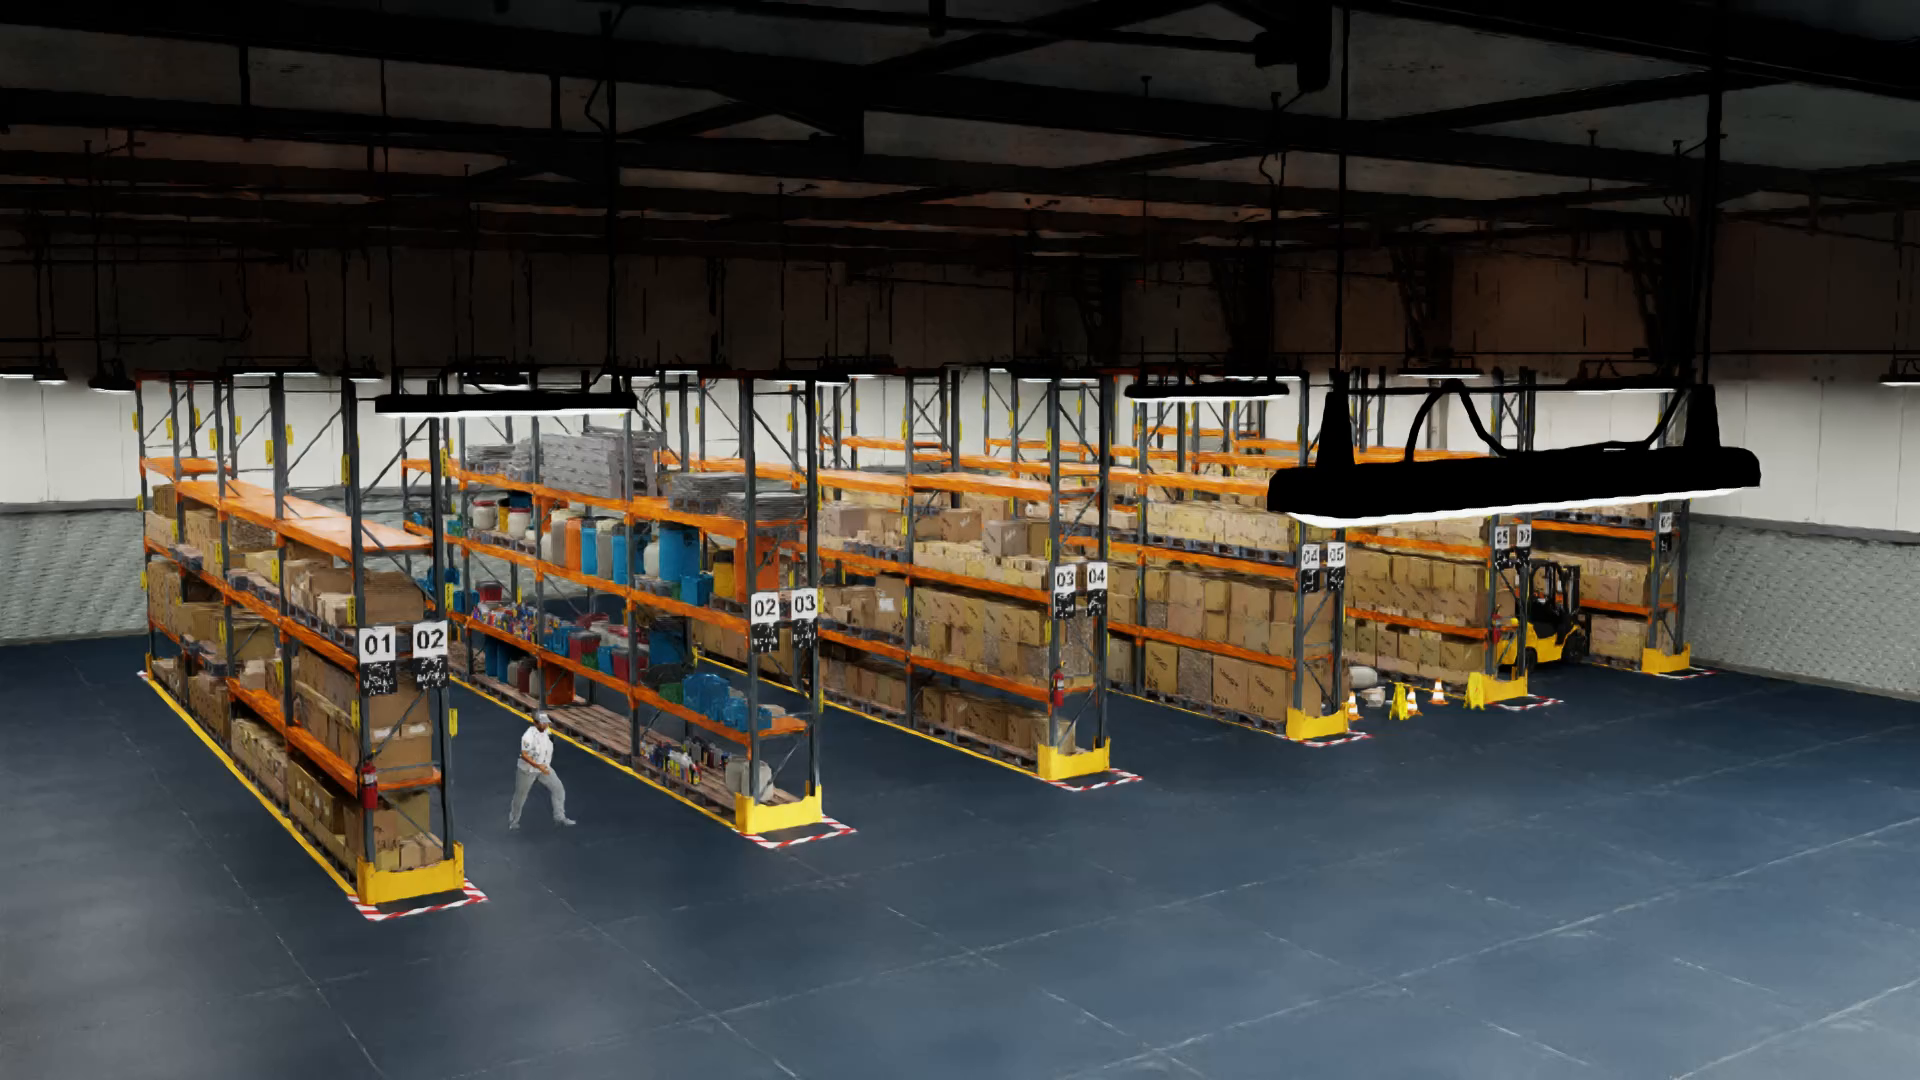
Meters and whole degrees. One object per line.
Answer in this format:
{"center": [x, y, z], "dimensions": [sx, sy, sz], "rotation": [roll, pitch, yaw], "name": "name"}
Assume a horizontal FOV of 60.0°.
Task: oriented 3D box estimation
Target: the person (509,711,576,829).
{"center": [-5.618, 3.041, 22.118], "dimensions": [0.782, 1.604, 0.662], "rotation": [5, 8, 36], "name": "person"}
